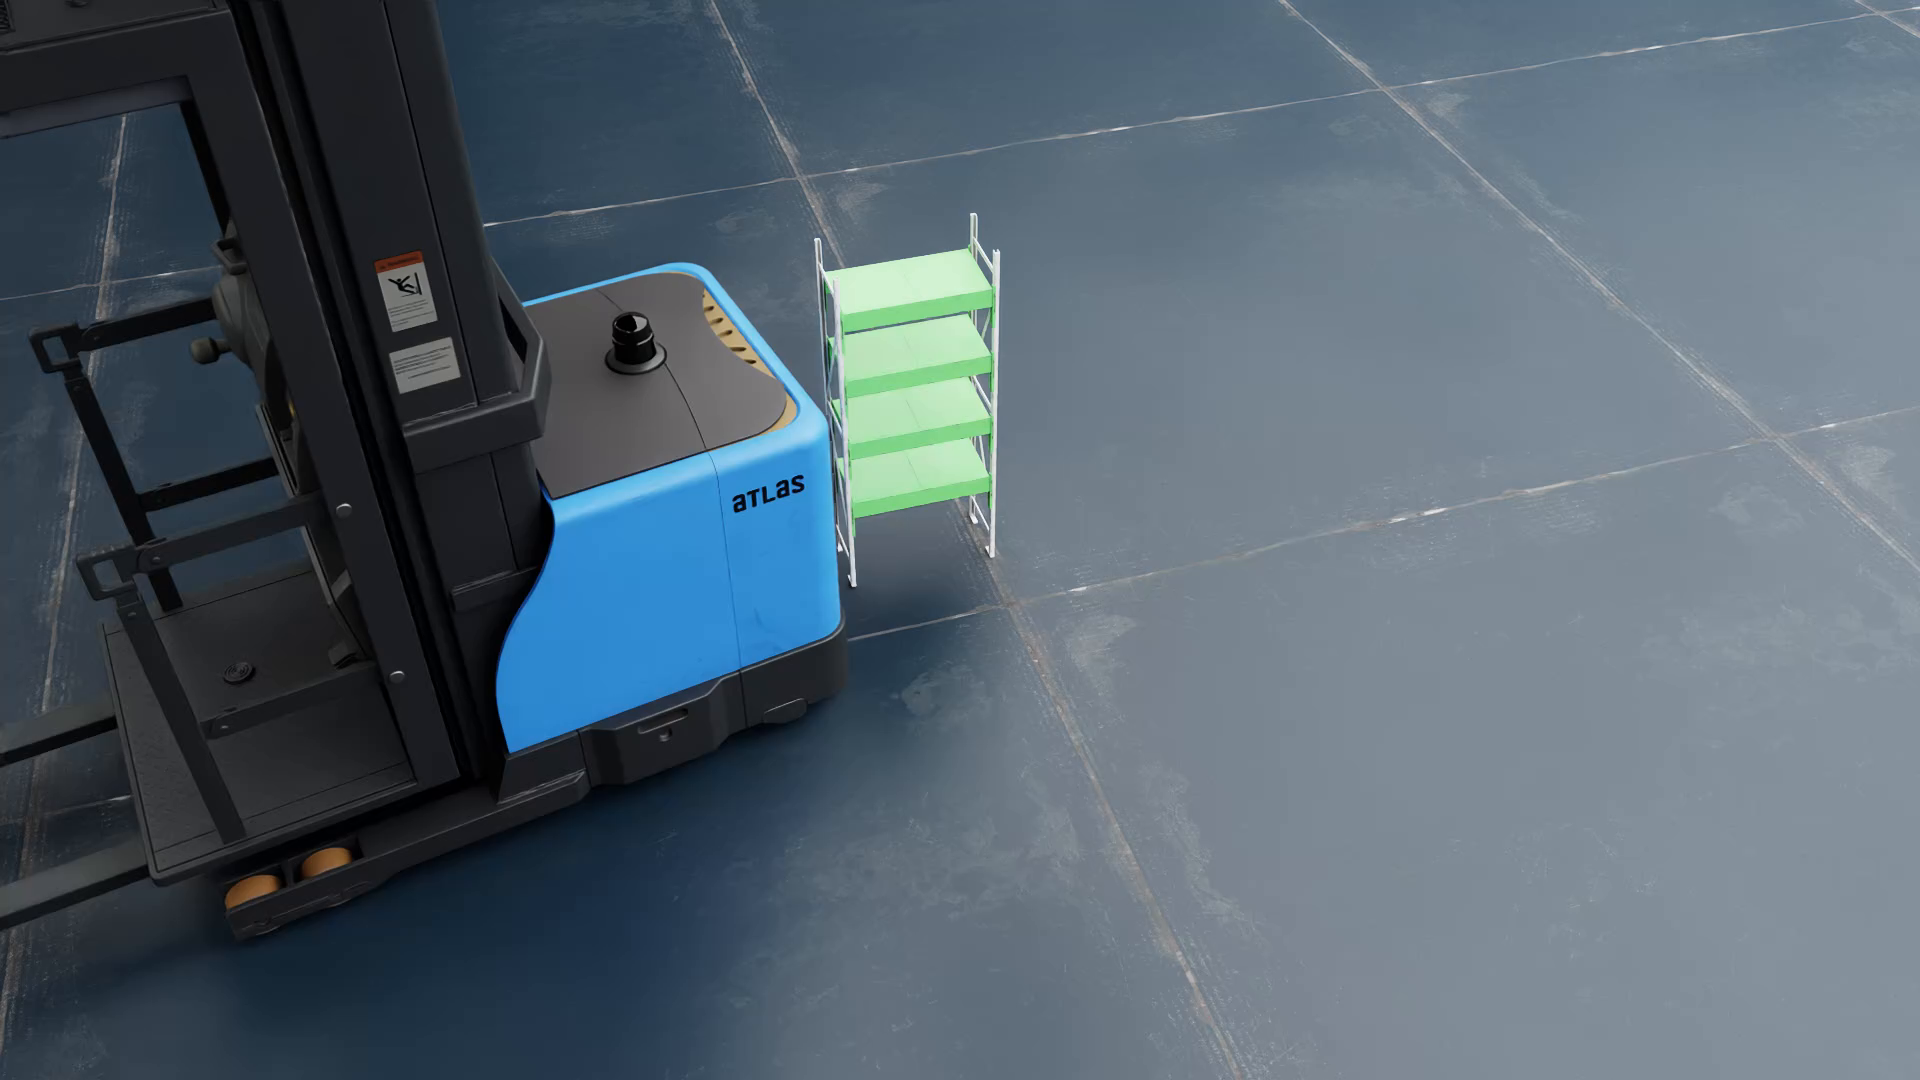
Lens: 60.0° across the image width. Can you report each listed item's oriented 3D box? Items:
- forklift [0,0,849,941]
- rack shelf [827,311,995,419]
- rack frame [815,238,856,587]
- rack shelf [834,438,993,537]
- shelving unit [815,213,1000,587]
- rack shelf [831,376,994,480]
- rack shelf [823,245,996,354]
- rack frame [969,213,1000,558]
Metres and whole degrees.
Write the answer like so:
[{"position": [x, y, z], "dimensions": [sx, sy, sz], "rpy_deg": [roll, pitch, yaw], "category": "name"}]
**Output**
[{"position": [-1.889, -0.432, 4.016], "dimensions": [3.031, 2.935, 1.130], "rpy_deg": [-20, 45, -21], "category": "forklift"}, {"position": [-0.158, -0.552, 5.202], "dimensions": [0.480, 0.148, 0.258], "rpy_deg": [-12, 42, -13], "category": "rack shelf"}, {"position": [-0.391, -0.371, 5.263], "dimensions": [0.015, 1.200, 0.240], "rpy_deg": [-12, 42, -13], "category": "rack frame"}, {"position": [-0.158, -0.190, 5.518], "dimensions": [0.480, 0.148, 0.258], "rpy_deg": [-12, 42, -13], "category": "rack shelf"}, {"position": [-0.158, -0.419, 5.318], "dimensions": [0.503, 1.200, 0.258], "rpy_deg": [-12, 42, -13], "category": "shelving unit"}, {"position": [-0.158, -0.371, 5.360], "dimensions": [0.480, 0.148, 0.258], "rpy_deg": [-12, 42, -13], "category": "rack shelf"}, {"position": [-0.158, -0.732, 5.044], "dimensions": [0.480, 0.148, 0.258], "rpy_deg": [-12, 42, -13], "category": "rack shelf"}, {"position": [0.075, -0.467, 5.373], "dimensions": [0.015, 1.200, 0.240], "rpy_deg": [-12, 42, -13], "category": "rack frame"}]
